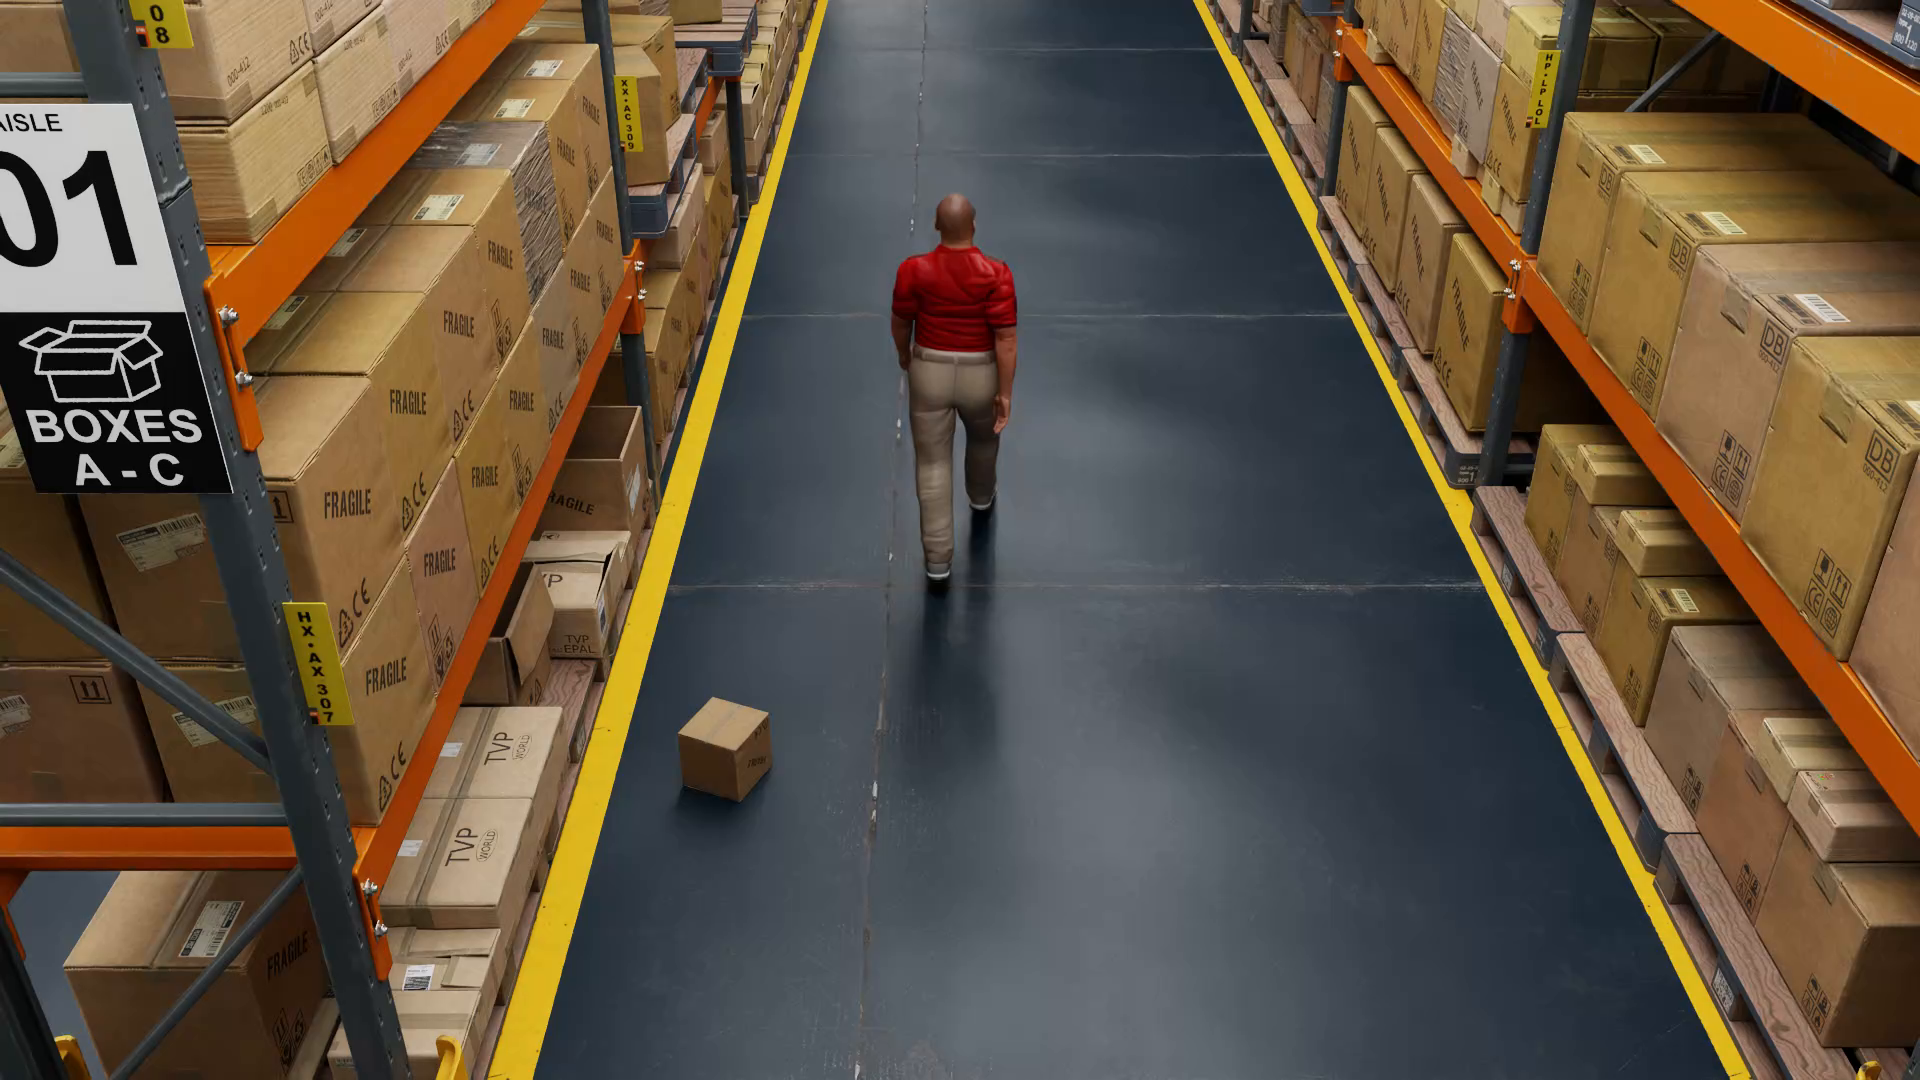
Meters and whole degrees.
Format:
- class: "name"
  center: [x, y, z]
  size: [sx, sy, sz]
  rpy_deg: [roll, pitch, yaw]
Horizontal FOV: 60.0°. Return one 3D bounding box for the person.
- class: "person"
  center: [-0.028, -0.750, 7.368]
  size: [0.547, 1.670, 1.009]
  rpy_deg: [0, 31, 0]
